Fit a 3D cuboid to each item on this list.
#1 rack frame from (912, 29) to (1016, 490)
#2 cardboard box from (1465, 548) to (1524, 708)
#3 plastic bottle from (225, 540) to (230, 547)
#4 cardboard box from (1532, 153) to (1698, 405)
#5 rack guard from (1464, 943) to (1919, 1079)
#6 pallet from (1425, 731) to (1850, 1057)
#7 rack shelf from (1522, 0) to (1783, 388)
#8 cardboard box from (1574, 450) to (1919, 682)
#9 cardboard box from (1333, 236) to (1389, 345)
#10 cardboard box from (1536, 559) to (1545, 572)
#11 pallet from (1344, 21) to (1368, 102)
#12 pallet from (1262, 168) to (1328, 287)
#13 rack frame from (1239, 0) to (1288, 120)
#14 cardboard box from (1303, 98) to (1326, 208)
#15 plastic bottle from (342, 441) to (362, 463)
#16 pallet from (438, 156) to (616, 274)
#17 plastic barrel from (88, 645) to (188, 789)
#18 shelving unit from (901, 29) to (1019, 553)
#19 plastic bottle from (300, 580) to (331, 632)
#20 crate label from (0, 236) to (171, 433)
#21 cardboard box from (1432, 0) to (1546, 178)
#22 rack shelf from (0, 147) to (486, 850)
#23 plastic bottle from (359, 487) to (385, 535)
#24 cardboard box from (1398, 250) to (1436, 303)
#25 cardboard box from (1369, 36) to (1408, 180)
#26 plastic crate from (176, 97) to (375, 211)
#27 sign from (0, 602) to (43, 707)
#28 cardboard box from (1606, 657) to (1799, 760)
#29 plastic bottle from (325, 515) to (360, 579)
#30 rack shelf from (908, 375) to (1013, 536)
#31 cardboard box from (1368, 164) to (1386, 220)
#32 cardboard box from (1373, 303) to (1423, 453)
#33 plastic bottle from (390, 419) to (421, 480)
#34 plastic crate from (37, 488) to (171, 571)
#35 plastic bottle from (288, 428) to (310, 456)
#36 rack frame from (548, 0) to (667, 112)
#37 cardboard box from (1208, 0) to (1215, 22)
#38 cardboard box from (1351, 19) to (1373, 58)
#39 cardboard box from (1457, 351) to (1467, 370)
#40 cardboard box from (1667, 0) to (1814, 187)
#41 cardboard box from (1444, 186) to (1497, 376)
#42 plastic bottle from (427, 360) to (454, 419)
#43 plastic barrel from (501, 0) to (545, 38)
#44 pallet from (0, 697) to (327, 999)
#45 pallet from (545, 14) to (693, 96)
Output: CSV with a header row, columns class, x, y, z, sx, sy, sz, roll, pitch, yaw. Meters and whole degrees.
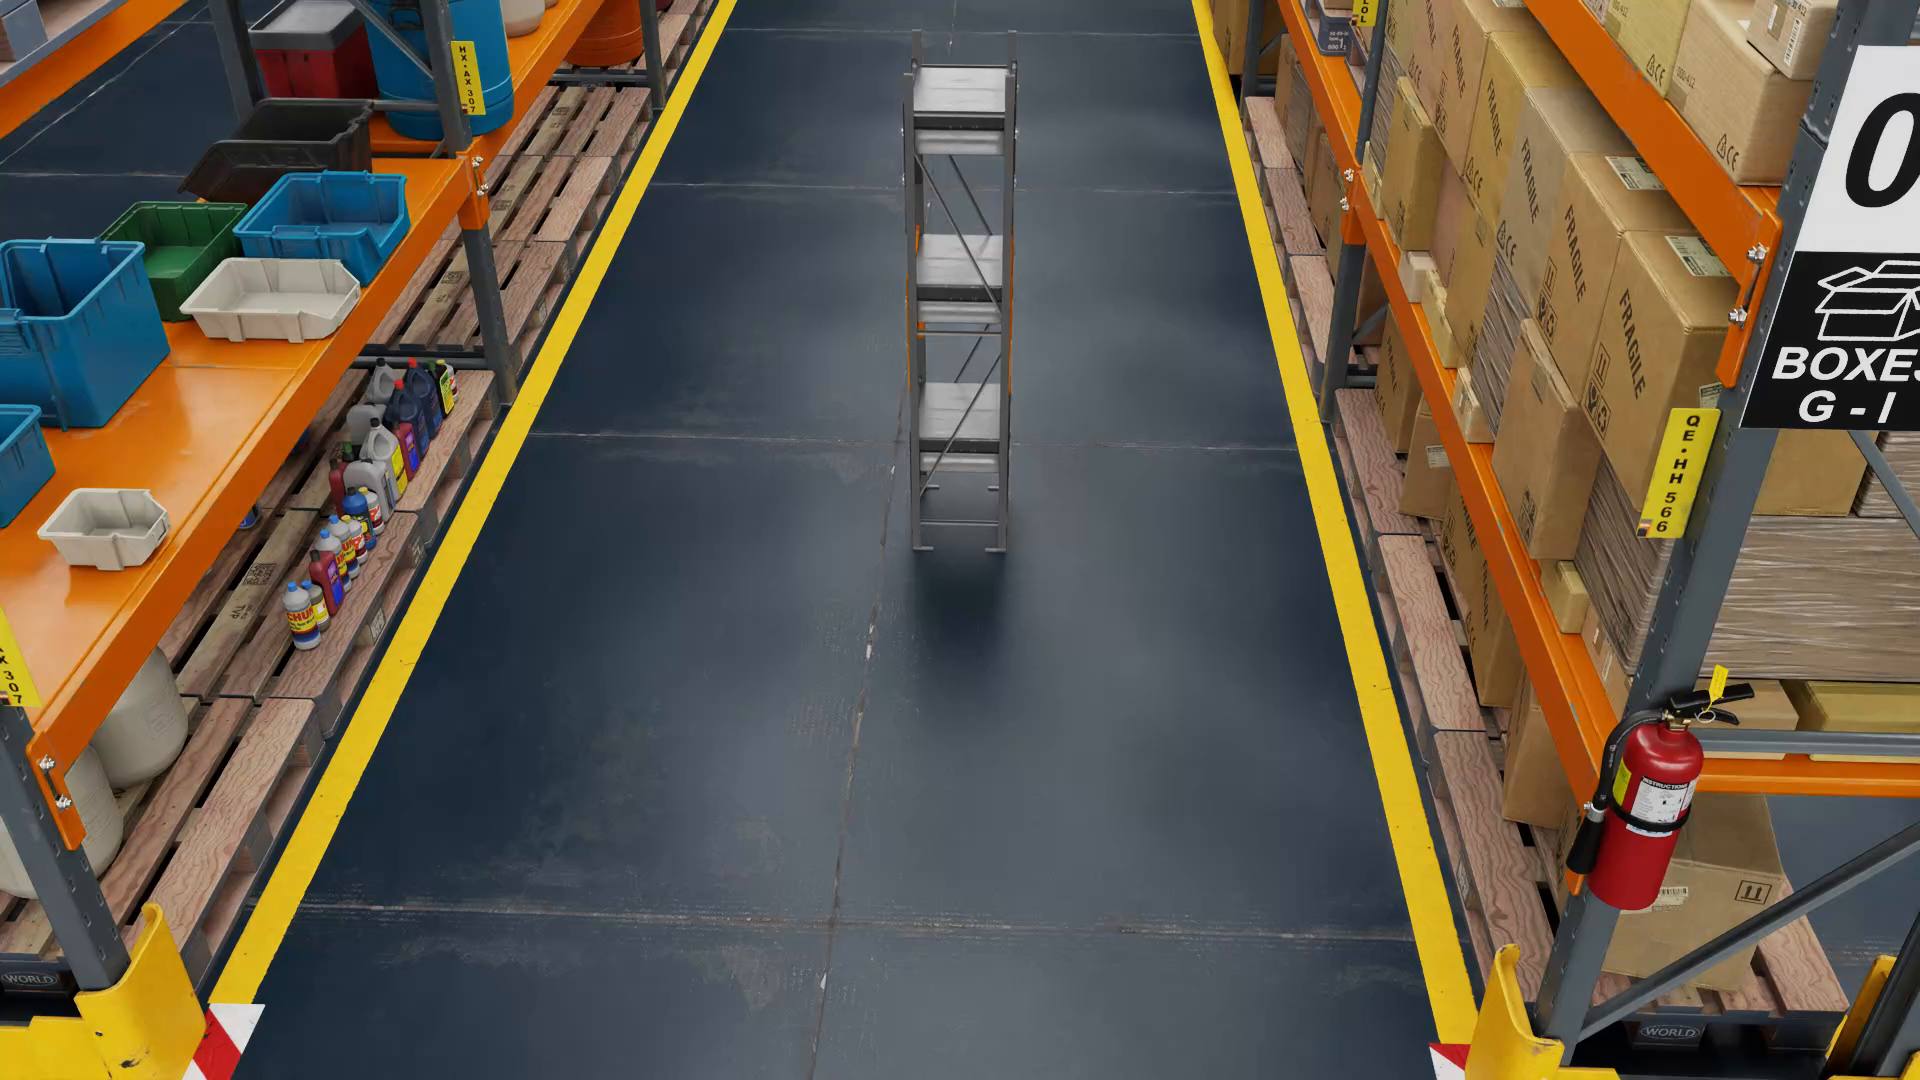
class,x,y,z,sx,sy,sz,roll,pitch,yaw
rack frame,0.016,-1.094,6.981,0.400,2.100,0.015,1,35,2
cardboard box,2.164,0.277,6.056,0.500,0.500,0.500,4,35,6
plastic bottle,-3.057,-0.068,6.790,0.097,0.201,0.097,0,35,0
cardboard box,1.878,-0.693,4.412,0.500,0.500,0.500,1,35,2
rack guard,2.091,1.467,4.728,1.175,0.500,0.348,1,35,2
pallet,2.159,1.119,5.474,1.003,0.211,1.213,1,35,2
rack shelf,2.168,-1.594,4.926,1.077,0.370,4.000,1,35,2
cardboard box,2.138,0.010,4.281,0.875,0.500,0.500,1,35,2
cardboard box,2.295,-1.320,8.311,0.700,0.500,0.500,-1,35,-2
cardboard box,1.888,-0.010,4.873,0.380,0.149,0.250,1,35,2
pallet,2.425,-2.167,7.892,1.003,0.211,1.213,1,35,2
pallet,2.325,-1.819,9.655,1.003,0.211,1.213,1,35,2
rack frame,2.409,-4.108,10.487,1.000,3.000,0.127,1,35,2
cardboard box,2.377,-2.235,9.613,0.700,0.500,0.500,4,35,6
plastic bottle,-2.562,-0.308,7.060,0.061,0.283,0.133,1,35,2
pallet,-2.661,-1.939,9.825,1.003,0.211,1.213,1,35,2
plastic barrel,-2.891,0.552,5.655,0.421,0.512,0.421,0,35,0
shelving unit,0.007,-0.954,6.782,0.431,2.100,0.503,1,35,2
plastic bottle,-2.473,0.244,6.344,0.097,0.201,0.097,0,35,0
crate label,-3.057,-0.705,5.613,0.502,0.435,0.616,1,35,2
cardboard box,1.937,-1.555,5.638,0.500,0.500,0.500,1,35,2
rack shelf,-2.781,-0.481,5.952,1.077,0.370,4.000,1,35,2
plastic bottle,-2.447,-0.125,6.871,0.097,0.201,0.097,0,35,0
cardboard box,1.882,-1.017,6.306,0.380,0.149,0.250,1,35,2
cardboard box,2.169,-1.716,6.737,0.875,0.500,0.500,1,35,2
plastic crate,-2.848,-1.601,6.974,0.767,0.338,0.504,1,35,2
sign,-2.311,0.275,4.009,0.100,0.325,0.005,1,35,2
cardboard box,1.893,0.422,4.259,0.380,0.149,0.250,1,35,2
plastic bottle,-2.459,0.021,6.602,0.097,0.271,0.097,0,35,0
rack shelf,0.007,-0.370,7.192,0.431,0.518,0.480,1,35,2
cardboard box,1.917,-1.448,6.919,0.380,0.149,0.250,1,35,2
cardboard box,2.193,-0.730,7.489,0.500,0.500,0.500,0,35,0
plastic bottle,-2.411,-0.412,7.207,0.061,0.283,0.133,4,35,5
plastic crate,-2.503,-0.025,4.907,0.298,0.136,0.250,1,35,2
plastic bottle,-3.003,-0.563,7.364,0.144,0.351,0.185,1,35,2
rack frame,-2.540,-4.223,10.650,1.000,3.000,0.127,1,35,2
cardboard box,2.501,-4.319,12.269,1.225,0.875,0.875,1,35,2
cardboard box,2.421,-2.681,7.569,1.000,1.000,1.000,2,35,2
cardboard box,1.928,-0.584,5.691,0.380,0.149,0.250,1,35,2
cardboard box,1.854,-0.961,3.530,0.500,0.250,0.500,2,35,3
cardboard box,2.133,-0.853,5.510,0.875,0.500,0.500,1,35,2
plastic bottle,-2.390,-0.709,7.630,0.061,0.283,0.133,3,35,4
plastic barrel,-2.413,-2.946,8.715,0.433,0.535,0.433,0,35,0
pallet,-2.867,1.003,5.639,1.003,0.211,1.213,1,35,2
pallet,-2.550,-3.536,12.097,1.003,0.211,1.213,1,35,2
